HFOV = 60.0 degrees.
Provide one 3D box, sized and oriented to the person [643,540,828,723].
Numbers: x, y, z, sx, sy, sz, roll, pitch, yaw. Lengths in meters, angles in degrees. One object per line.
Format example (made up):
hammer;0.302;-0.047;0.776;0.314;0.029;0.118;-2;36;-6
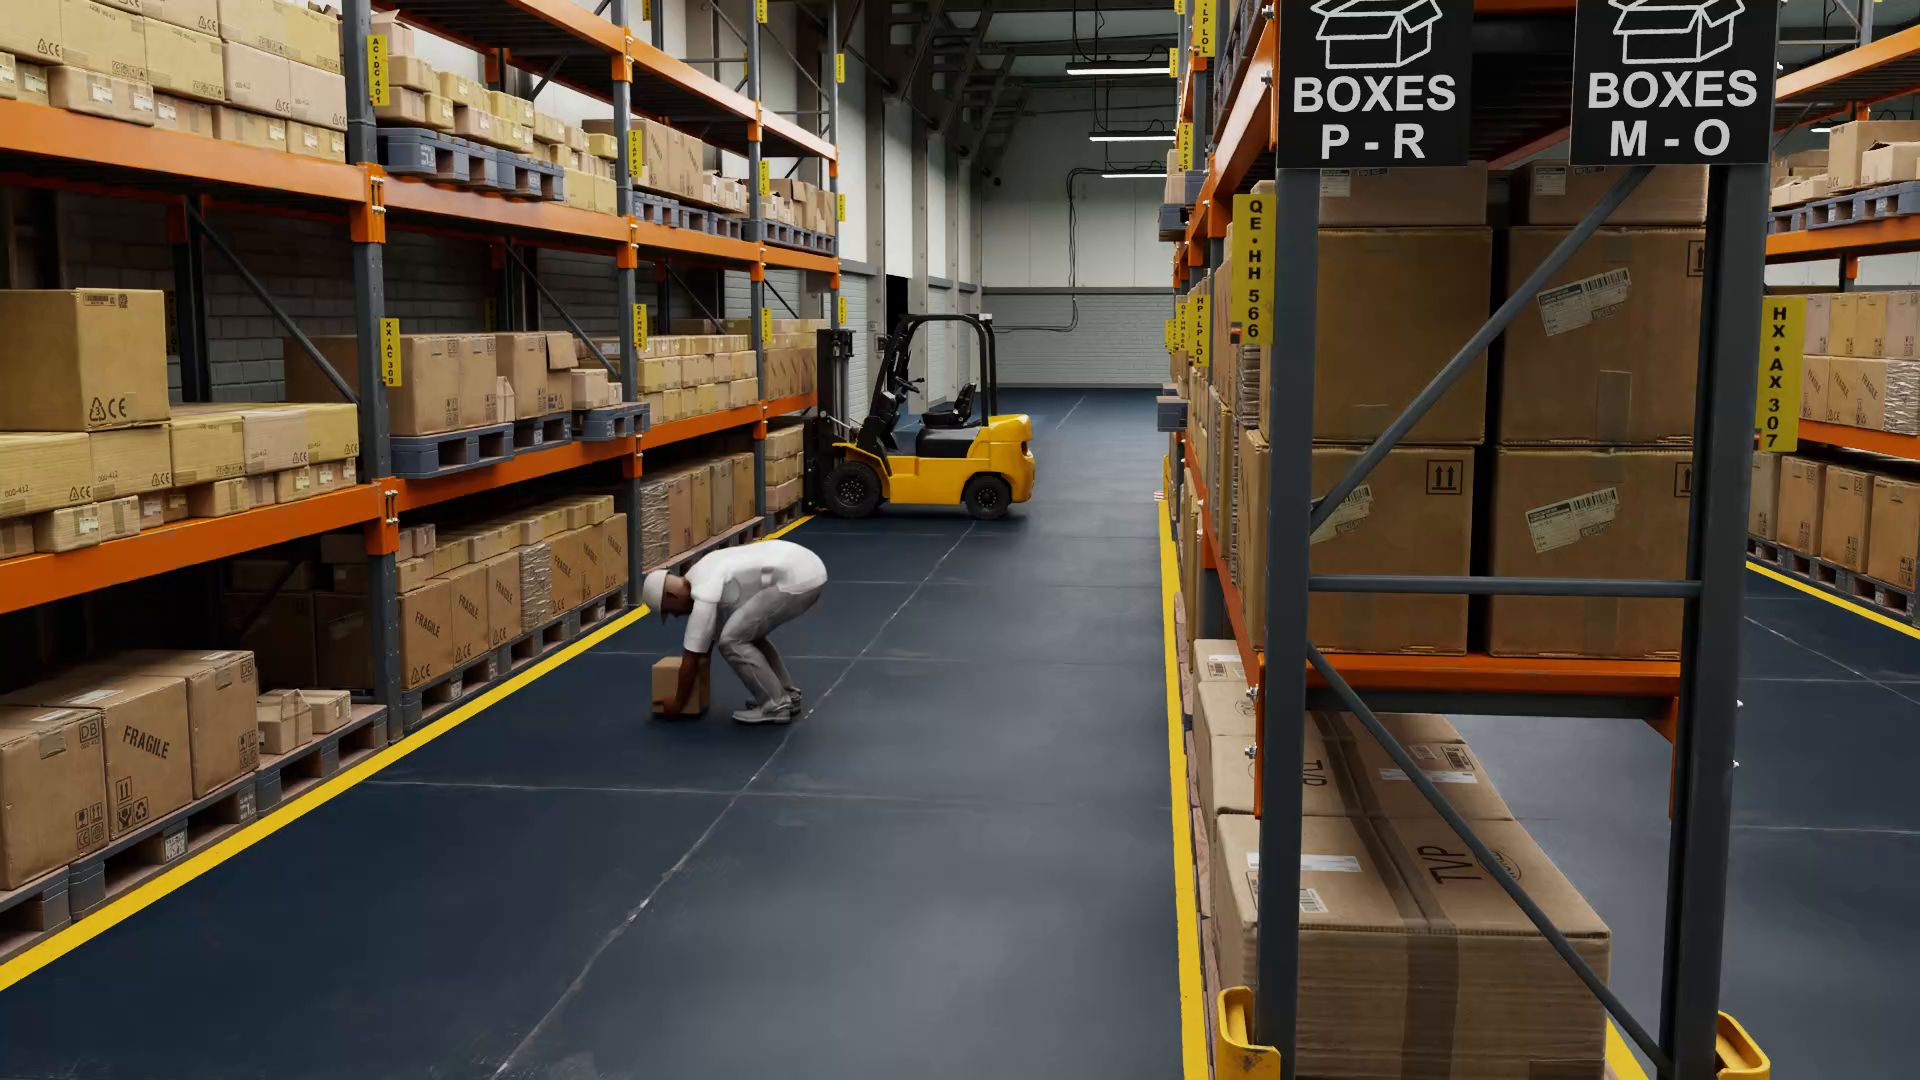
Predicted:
person;-1.190;0.471;8.782;0.974;0.938;0.501;0;8;4
